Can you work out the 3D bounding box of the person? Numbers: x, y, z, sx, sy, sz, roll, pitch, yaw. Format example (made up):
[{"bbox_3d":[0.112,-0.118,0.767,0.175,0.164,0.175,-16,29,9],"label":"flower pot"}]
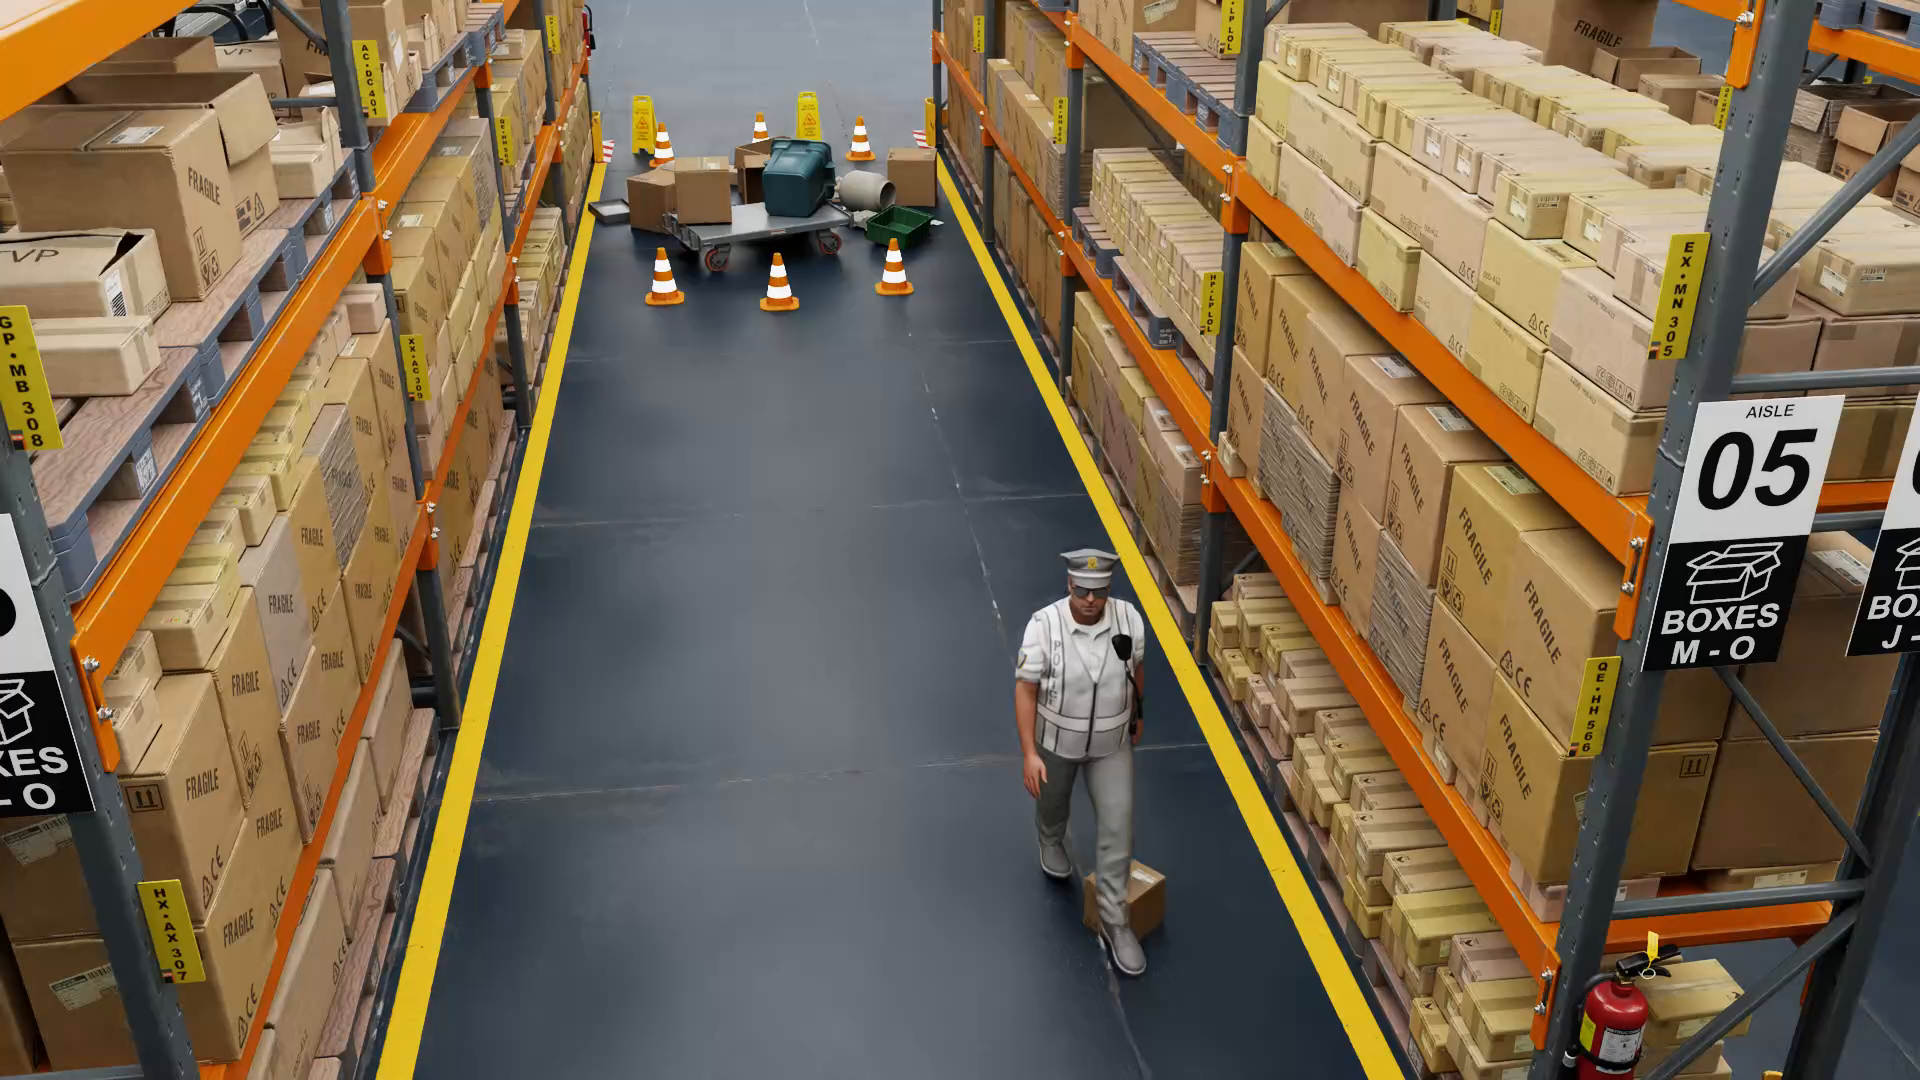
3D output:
[{"bbox_3d":[0.521,0.835,6.922,0.593,1.739,0.956,-2,27,-5],"label":"person"}]
